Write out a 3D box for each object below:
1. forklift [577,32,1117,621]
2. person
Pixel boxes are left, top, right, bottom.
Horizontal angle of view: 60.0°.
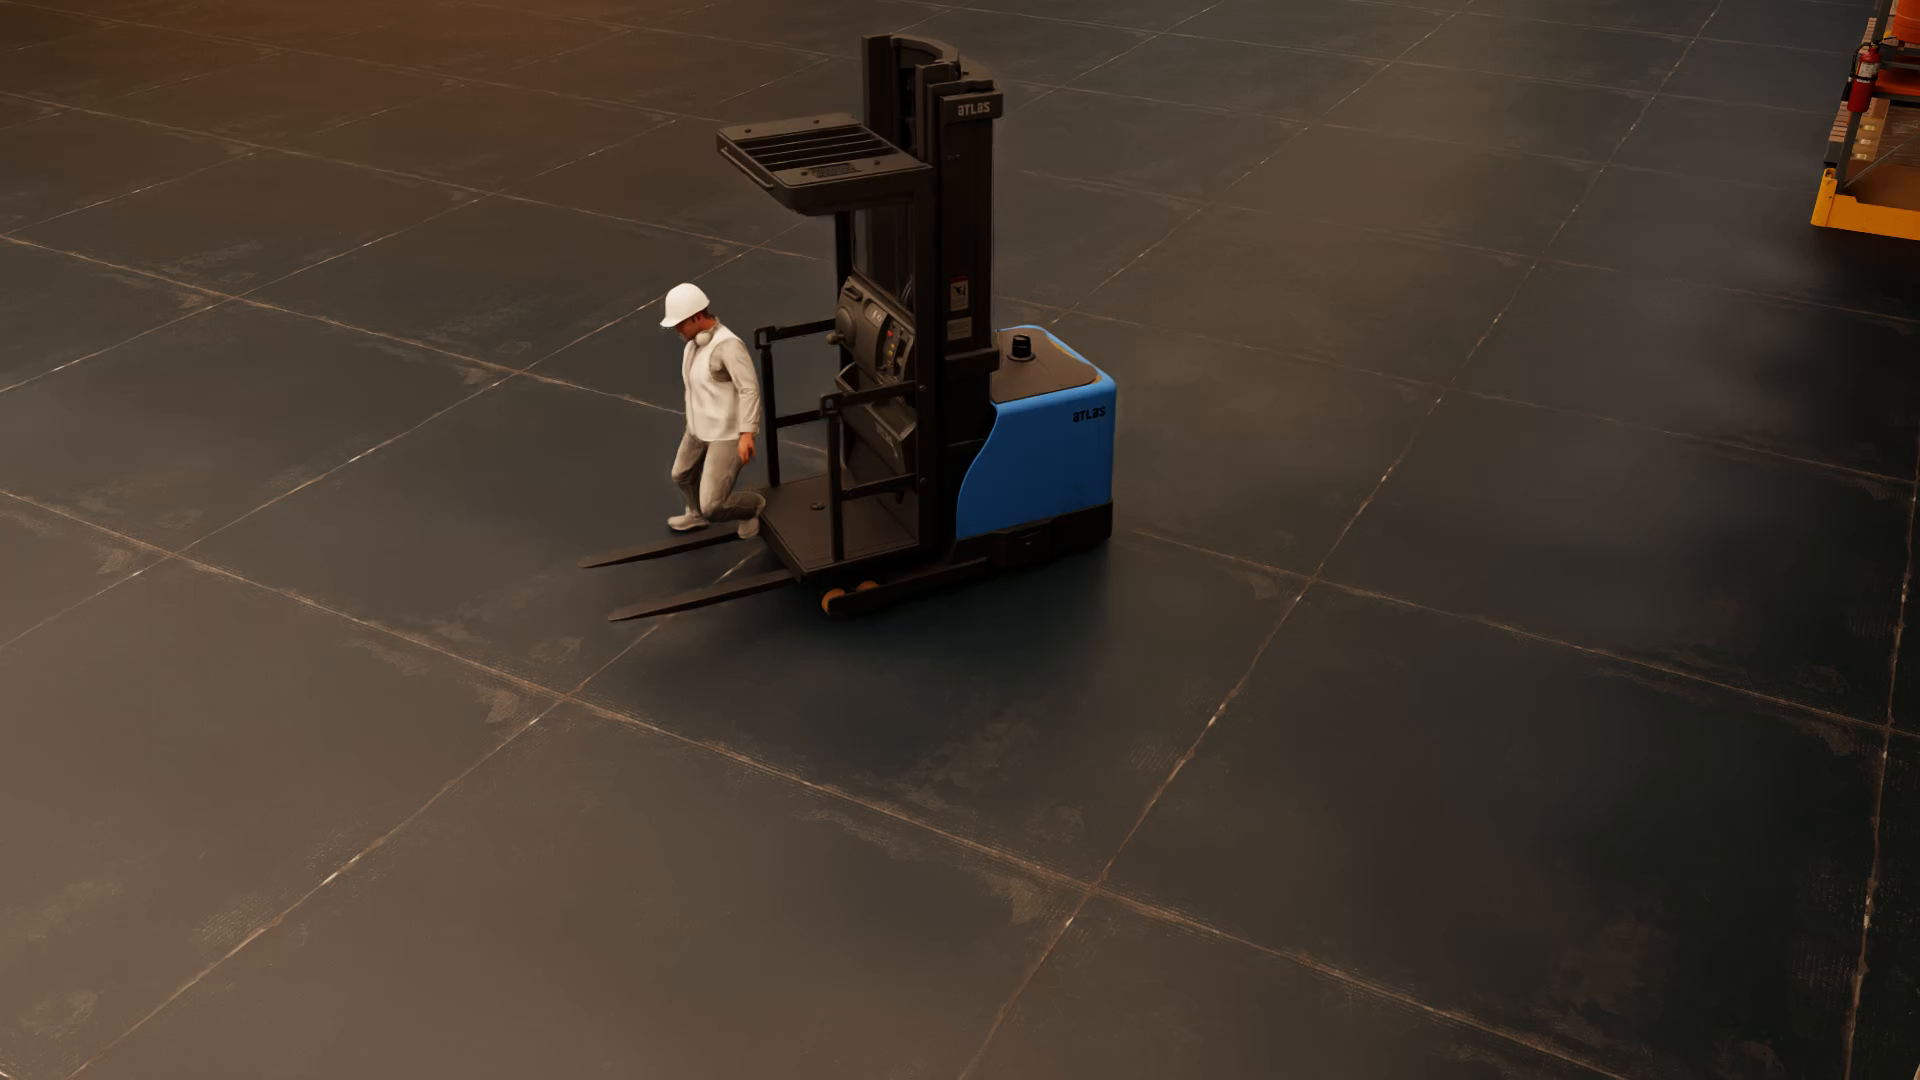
[{"bbox_3d":[-0.646,-1.131,9.031,3.031,2.935,1.130,-14,33,-22],"label":"forklift"},{"bbox_3d":[-1.419,-0.641,9.400,0.486,1.697,1.043,-20,36,-31],"label":"person"}]
